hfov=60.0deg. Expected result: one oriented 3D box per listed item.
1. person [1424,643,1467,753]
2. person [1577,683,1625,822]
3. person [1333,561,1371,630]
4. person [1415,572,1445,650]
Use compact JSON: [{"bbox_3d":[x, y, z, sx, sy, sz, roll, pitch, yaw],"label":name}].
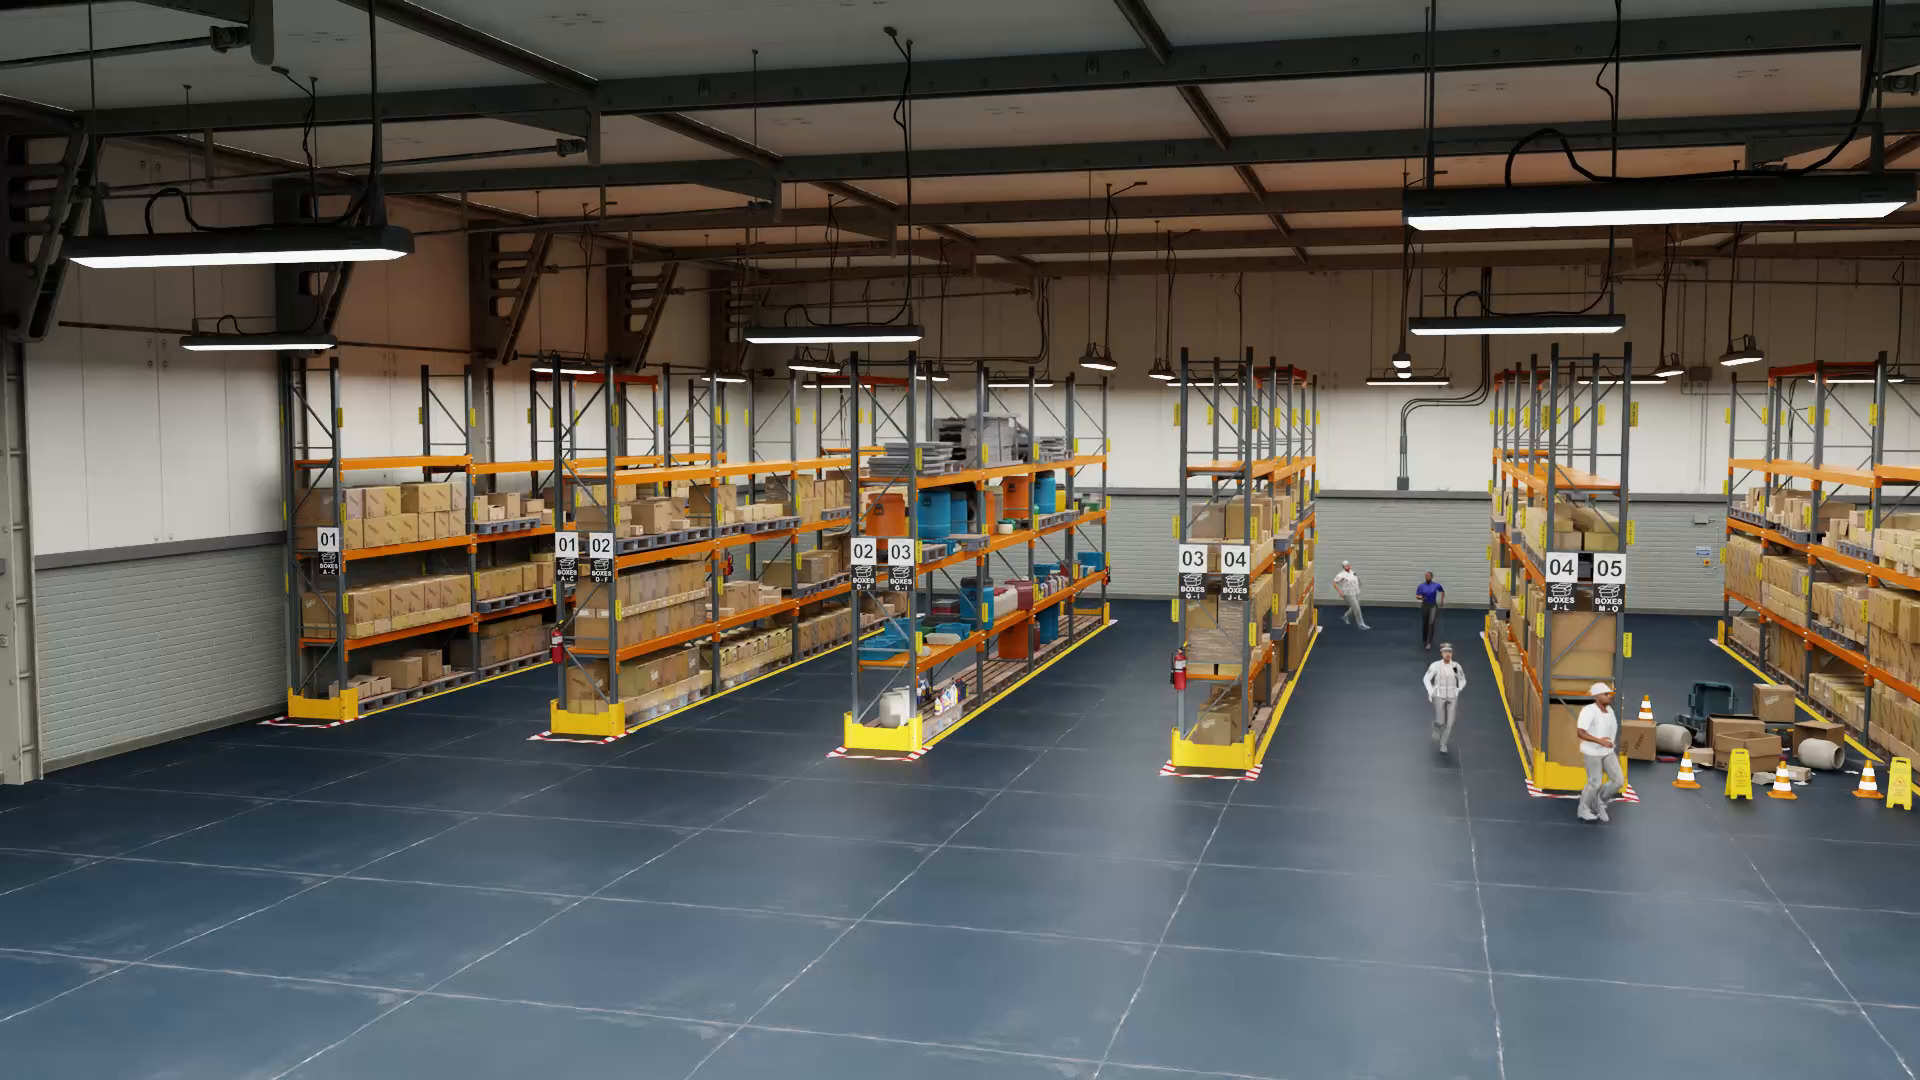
[{"bbox_3d":[7.271,2.354,24.881,0.614,1.646,0.497,0,4,7],"label":"person"},{"bbox_3d":[7.894,2.630,20.476,0.700,1.754,0.657,-2,5,-27],"label":"person"},{"bbox_3d":[9.272,1.301,39.312,0.658,1.588,0.893,-4,6,-41],"label":"person"},{"bbox_3d":[10.241,1.519,36.252,0.587,1.684,0.934,2,5,24],"label":"person"}]
